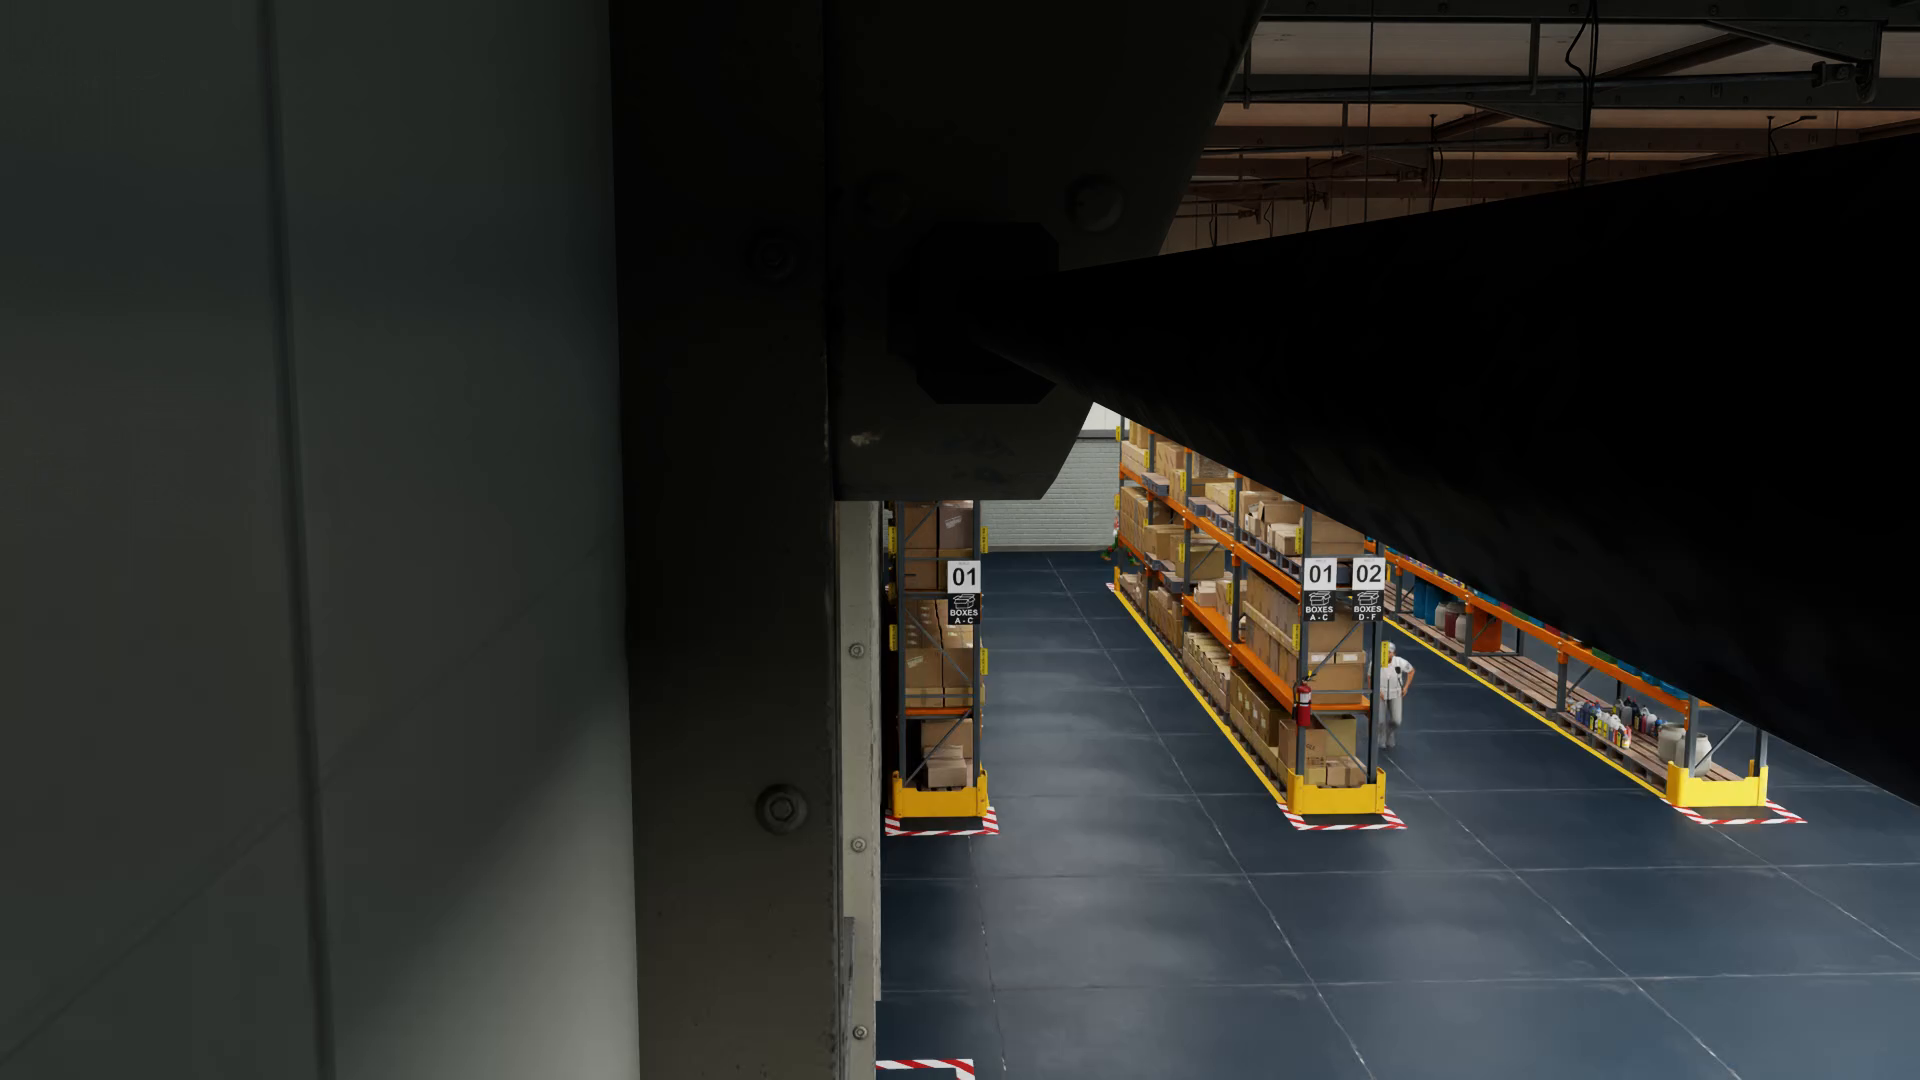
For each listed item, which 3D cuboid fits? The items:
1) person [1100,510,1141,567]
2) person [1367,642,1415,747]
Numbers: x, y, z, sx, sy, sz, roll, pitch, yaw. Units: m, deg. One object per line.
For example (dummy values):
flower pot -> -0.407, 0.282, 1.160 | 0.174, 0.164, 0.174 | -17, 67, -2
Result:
person -> 3.894, -0.255, 39.832 | 1.076, 1.738, 0.496 | 4, 9, 23
person -> 6.062, 2.187, 23.457 | 0.665, 1.582, 0.738 | 1, 8, 7
